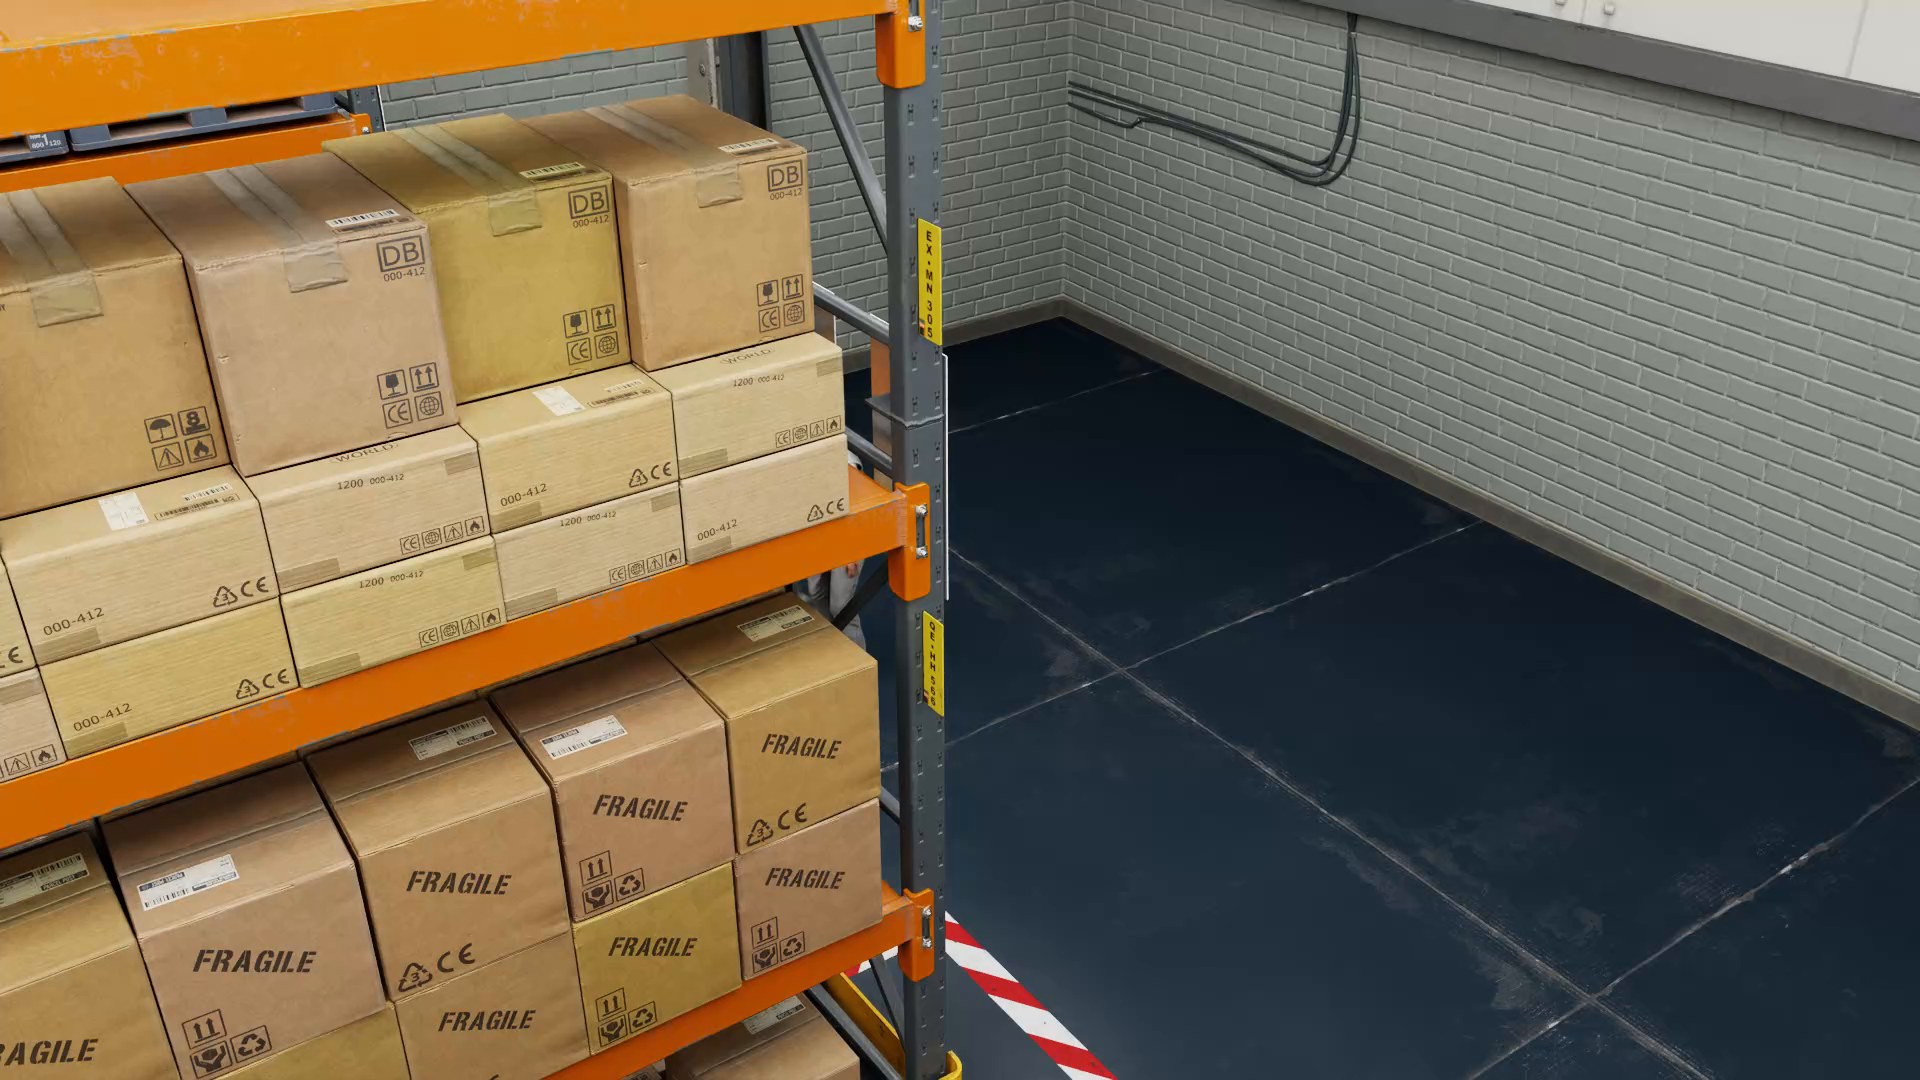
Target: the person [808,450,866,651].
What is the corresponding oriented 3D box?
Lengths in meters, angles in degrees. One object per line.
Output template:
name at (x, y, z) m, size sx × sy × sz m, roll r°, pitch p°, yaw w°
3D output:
person at (-0.653, 0.024, 8.611) m, size 0.347 × 1.575 × 0.483 m, roll -21°, pitch 35°, yaw -33°
